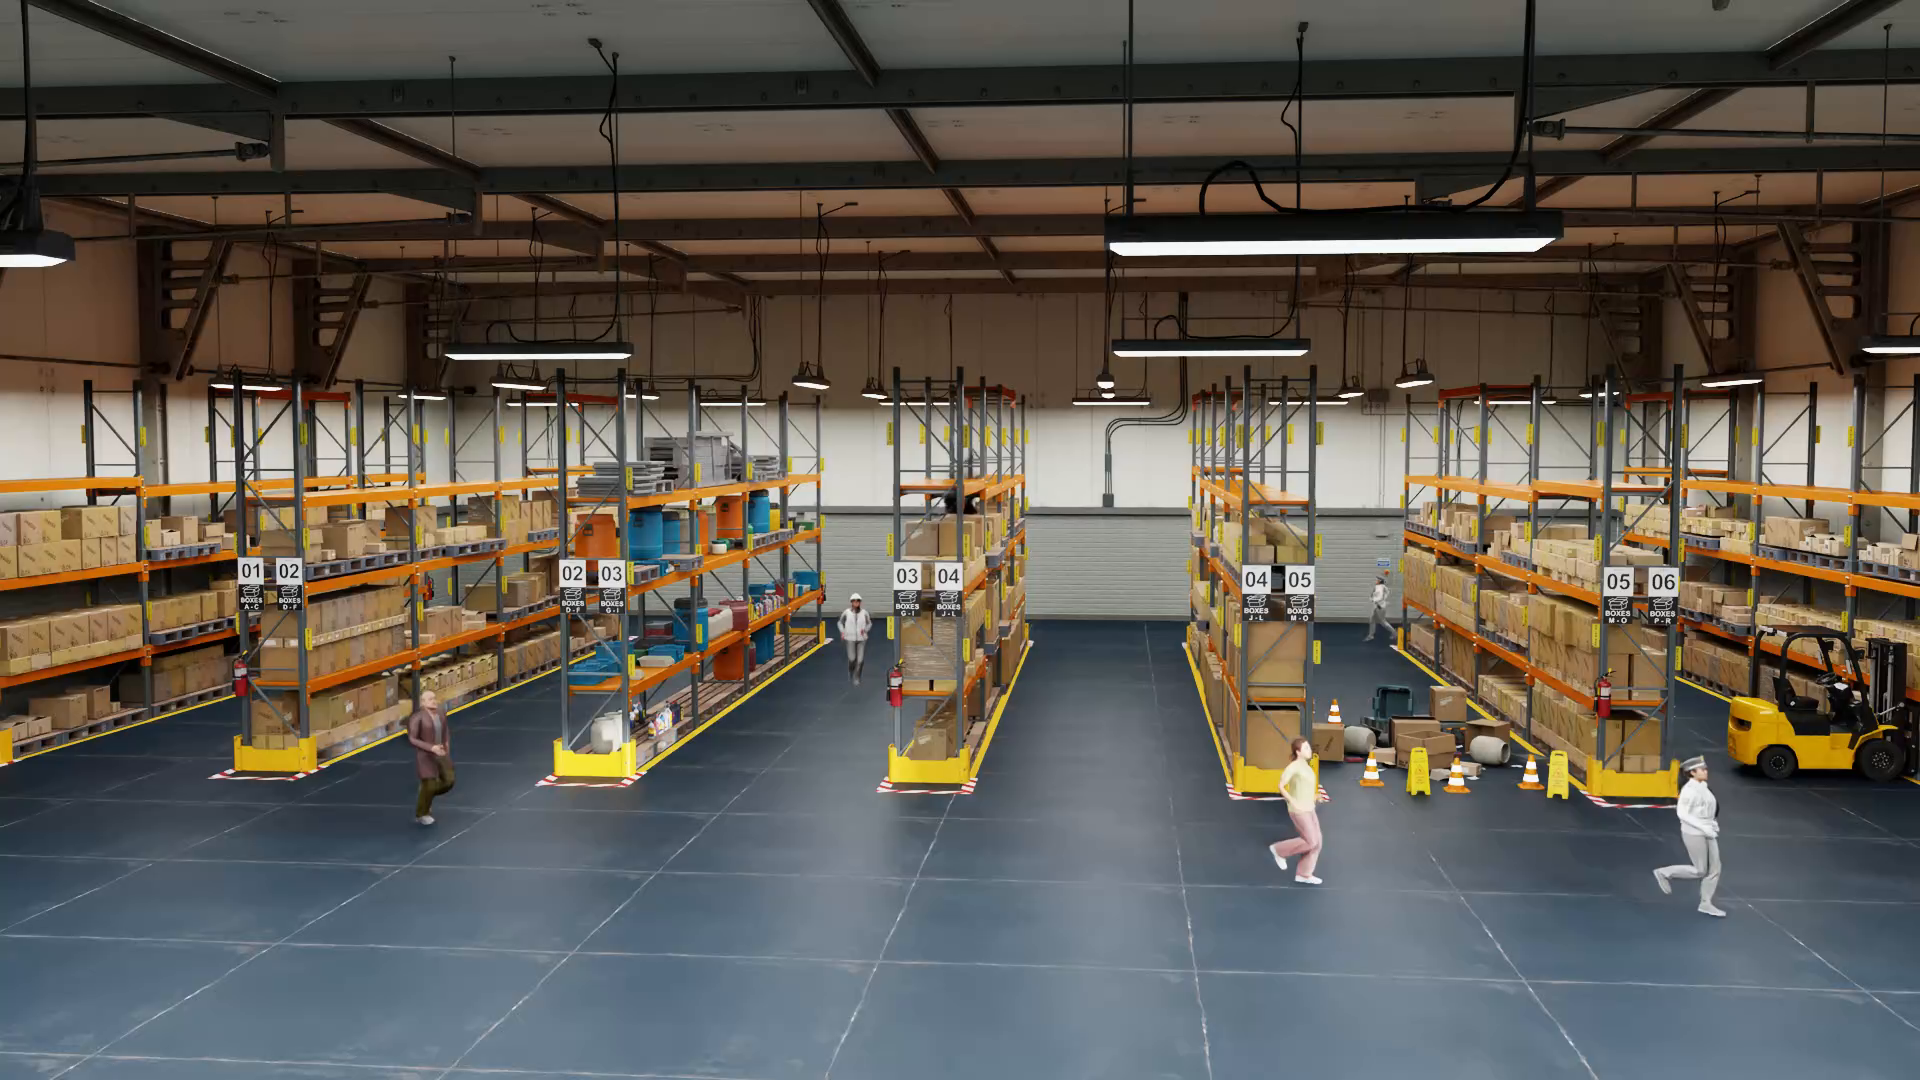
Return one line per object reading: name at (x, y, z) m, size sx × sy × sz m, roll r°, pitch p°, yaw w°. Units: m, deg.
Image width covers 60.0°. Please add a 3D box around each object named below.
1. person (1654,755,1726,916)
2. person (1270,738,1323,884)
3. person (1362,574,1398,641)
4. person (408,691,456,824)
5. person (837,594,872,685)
person at (7.734, 3.085, 17.526) m, size 0.729 × 1.667 × 0.615 m, roll 3°, pitch 5°, yaw 44°
person at (3.801, 3.028, 18.680) m, size 0.597 × 1.624 × 0.596 m, roll 2°, pitch 4°, yaw 34°
person at (10.234, 1.673, 40.417) m, size 0.872 × 1.663 × 0.654 m, roll 1°, pitch 4°, yaw 15°
person at (-6.784, 2.803, 21.443) m, size 0.694 × 1.732 × 0.731 m, roll 2°, pitch 4°, yaw 34°
person at (-1.976, 1.890, 31.476) m, size 0.652 × 1.744 × 0.544 m, roll -1°, pitch 4°, yaw -10°
